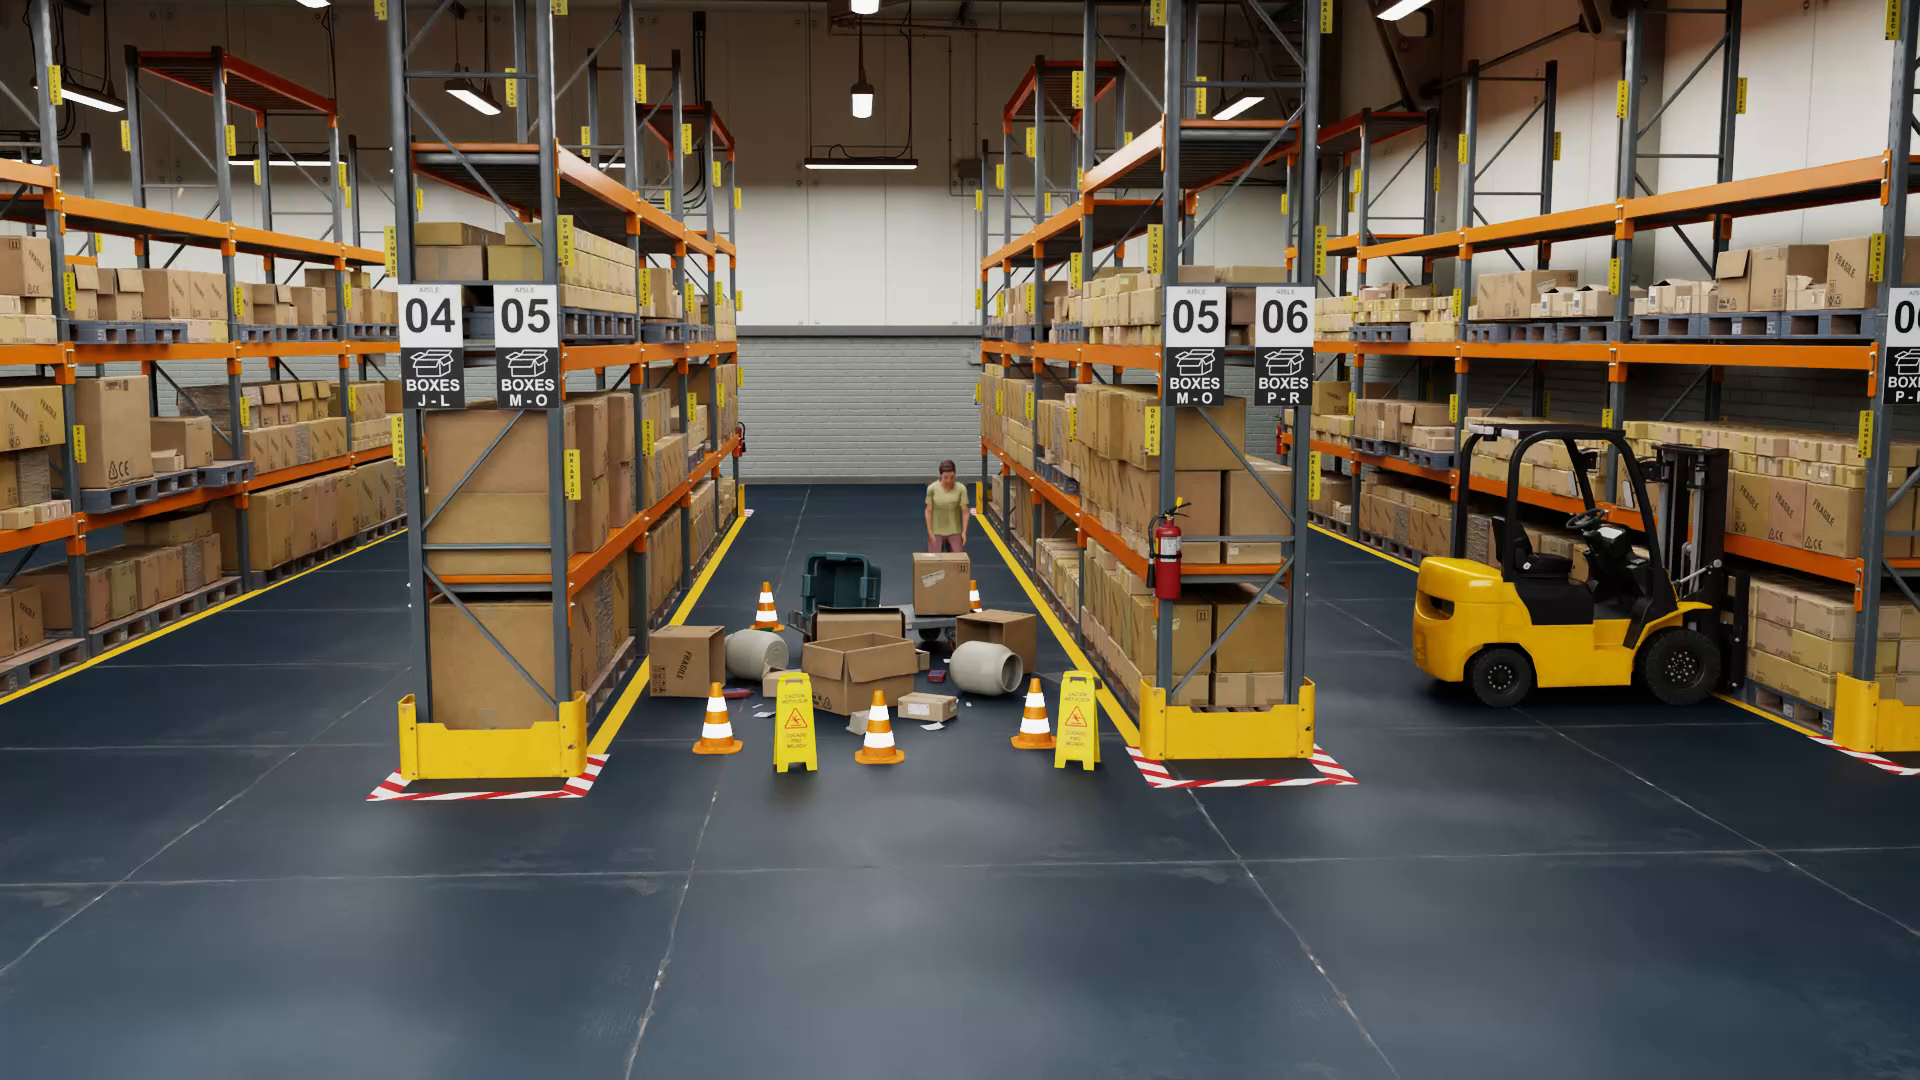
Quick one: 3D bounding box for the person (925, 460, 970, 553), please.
[{"bbox_3d":[-0.132,-0.041,17.377,0.474,1.616,0.406,0,7,-2],"label":"person"}]
